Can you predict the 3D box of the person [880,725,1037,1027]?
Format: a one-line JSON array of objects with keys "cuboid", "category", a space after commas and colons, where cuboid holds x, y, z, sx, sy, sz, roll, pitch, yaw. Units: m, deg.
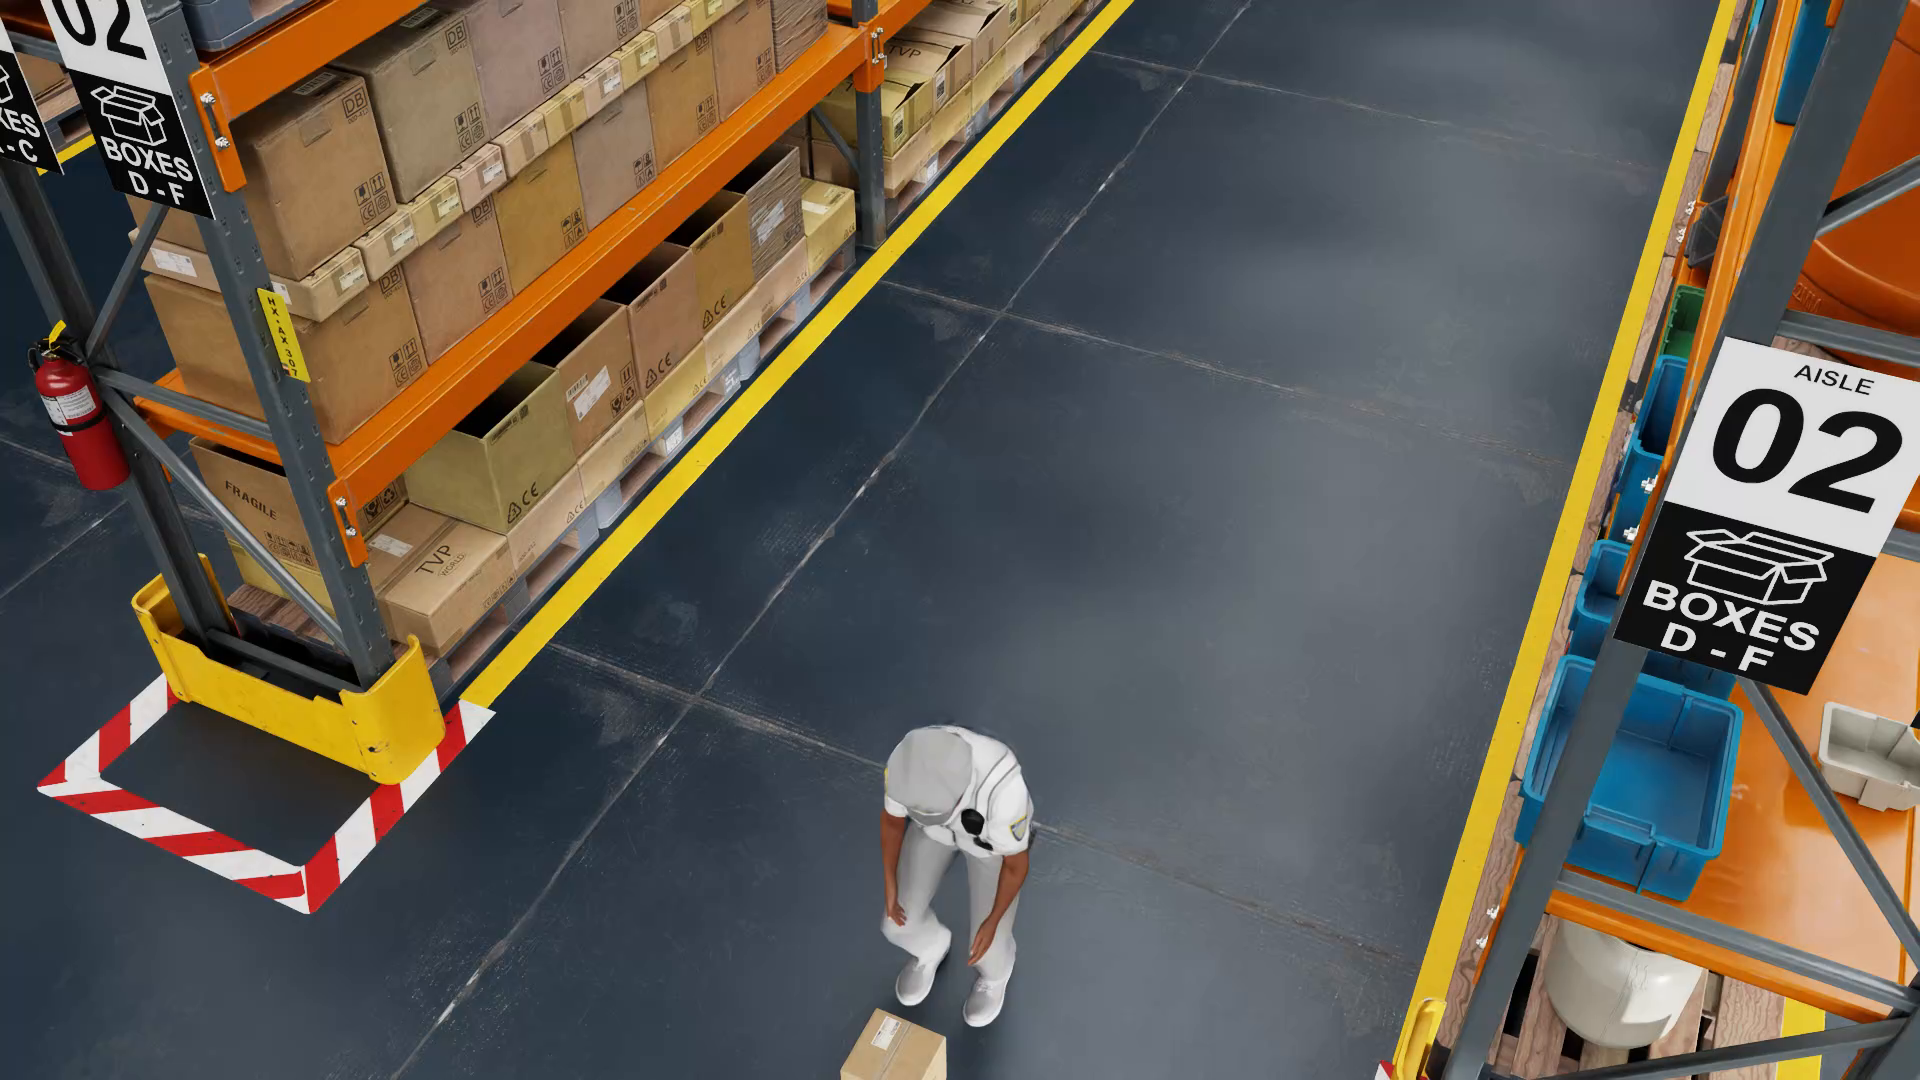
[{"cuboid": [0.003, 1.015, 5.200, 0.492, 1.464, 0.649, 18, 45, 19], "category": "person"}]
